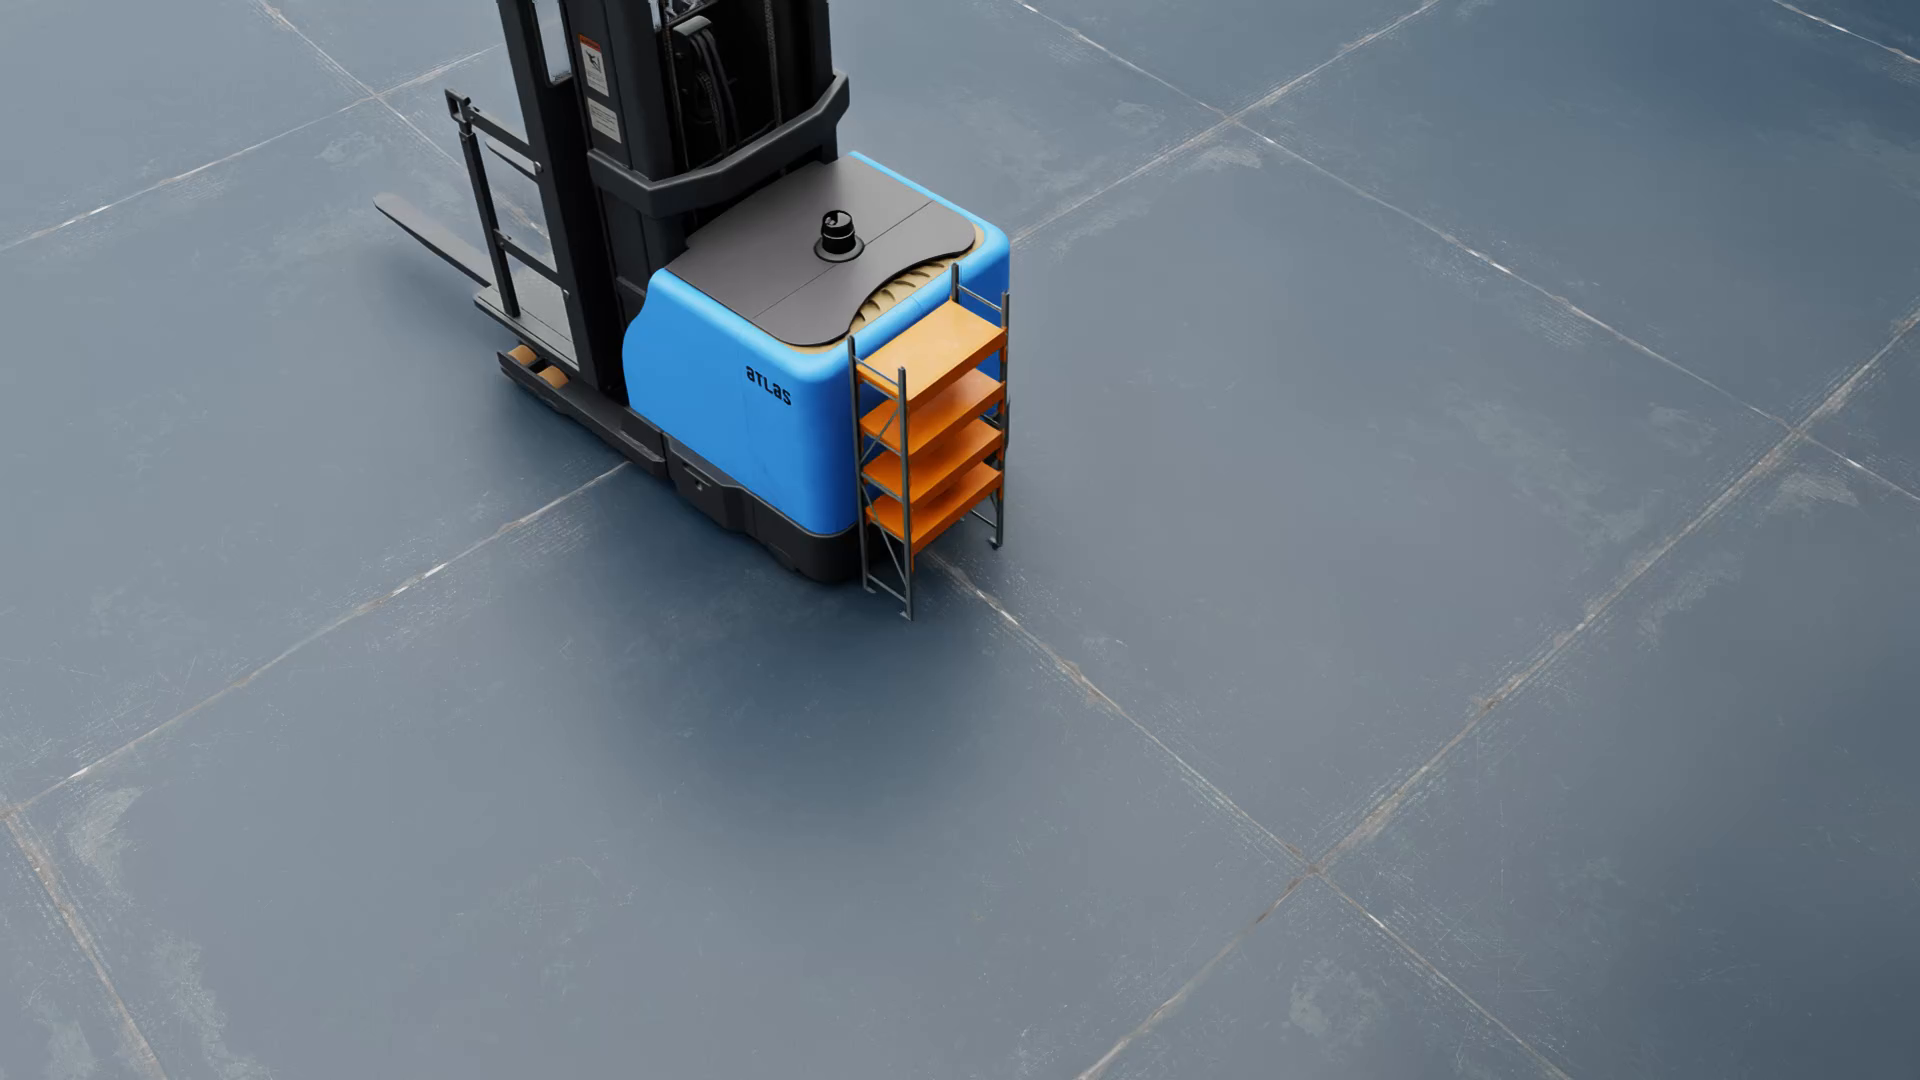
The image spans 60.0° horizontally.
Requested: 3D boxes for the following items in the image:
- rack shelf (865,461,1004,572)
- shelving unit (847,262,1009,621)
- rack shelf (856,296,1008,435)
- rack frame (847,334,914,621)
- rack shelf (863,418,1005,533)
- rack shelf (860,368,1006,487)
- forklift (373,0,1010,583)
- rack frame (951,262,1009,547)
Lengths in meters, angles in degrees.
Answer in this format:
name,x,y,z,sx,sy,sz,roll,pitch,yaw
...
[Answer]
name,x,y,z,sx,sy,sz,roll,pitch,yaw
rack shelf,-0.098,-0.129,5.914,0.258,0.148,0.480,33,55,27
shelving unit,-0.098,-0.309,5.719,0.258,1.200,0.503,33,55,27
rack shelf,-0.098,-0.576,5.430,0.258,0.148,0.480,33,55,27
rack frame,-0.260,-0.176,5.596,0.240,1.200,0.015,33,55,27
rack shelf,-0.098,-0.264,5.768,0.258,0.148,0.480,33,55,27
rack shelf,-0.098,-0.415,5.604,0.258,0.148,0.480,33,55,27
forklift,-1.244,-1.788,5.905,3.031,2.935,1.130,33,56,27
rack frame,0.065,-0.443,5.842,0.240,1.200,0.015,33,55,27
